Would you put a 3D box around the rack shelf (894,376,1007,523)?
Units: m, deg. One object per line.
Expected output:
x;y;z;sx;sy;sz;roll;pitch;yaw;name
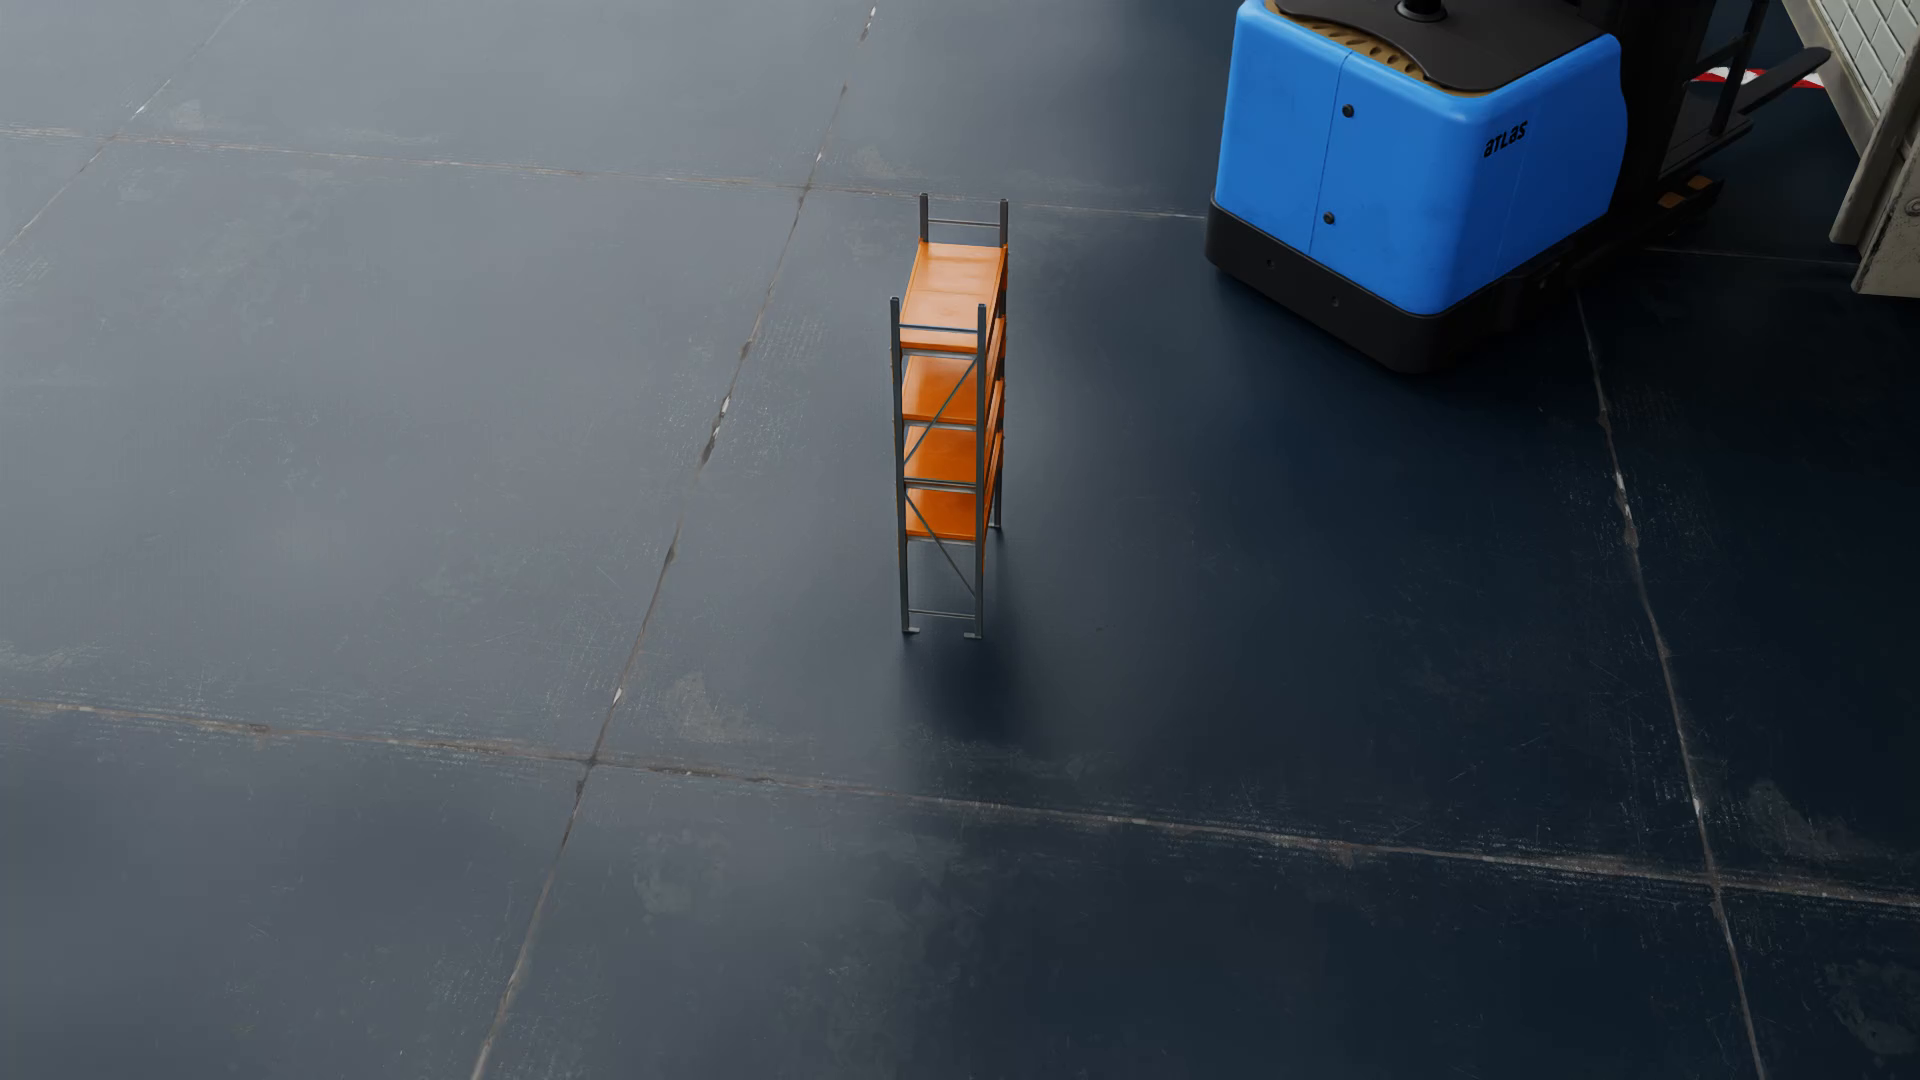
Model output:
-0.022;-0.274;4.765;0.258;0.148;0.480;5;44;6;rack shelf

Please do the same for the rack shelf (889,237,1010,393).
-0.022;-0.608;4.448;0.258;0.148;0.480;5;44;6;rack shelf

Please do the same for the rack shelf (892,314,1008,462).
-0.022;-0.436;4.611;0.258;0.148;0.480;5;44;6;rack shelf

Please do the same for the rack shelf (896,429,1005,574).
-0.022;-0.130;4.901;0.258;0.148;0.480;5;44;6;rack shelf

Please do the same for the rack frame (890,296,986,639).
-0.054;-0.157;4.543;0.240;1.200;0.015;5;44;6;rack frame

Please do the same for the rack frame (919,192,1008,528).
0.010;-0.489;4.894;0.240;1.200;0.015;5;44;6;rack frame

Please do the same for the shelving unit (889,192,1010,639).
-0.022;-0.323;4.718;0.258;1.200;0.503;5;44;6;shelving unit

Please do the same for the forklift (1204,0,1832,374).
2.374;-2.502;5.761;3.031;2.935;1.130;-30;51;-28;forklift
